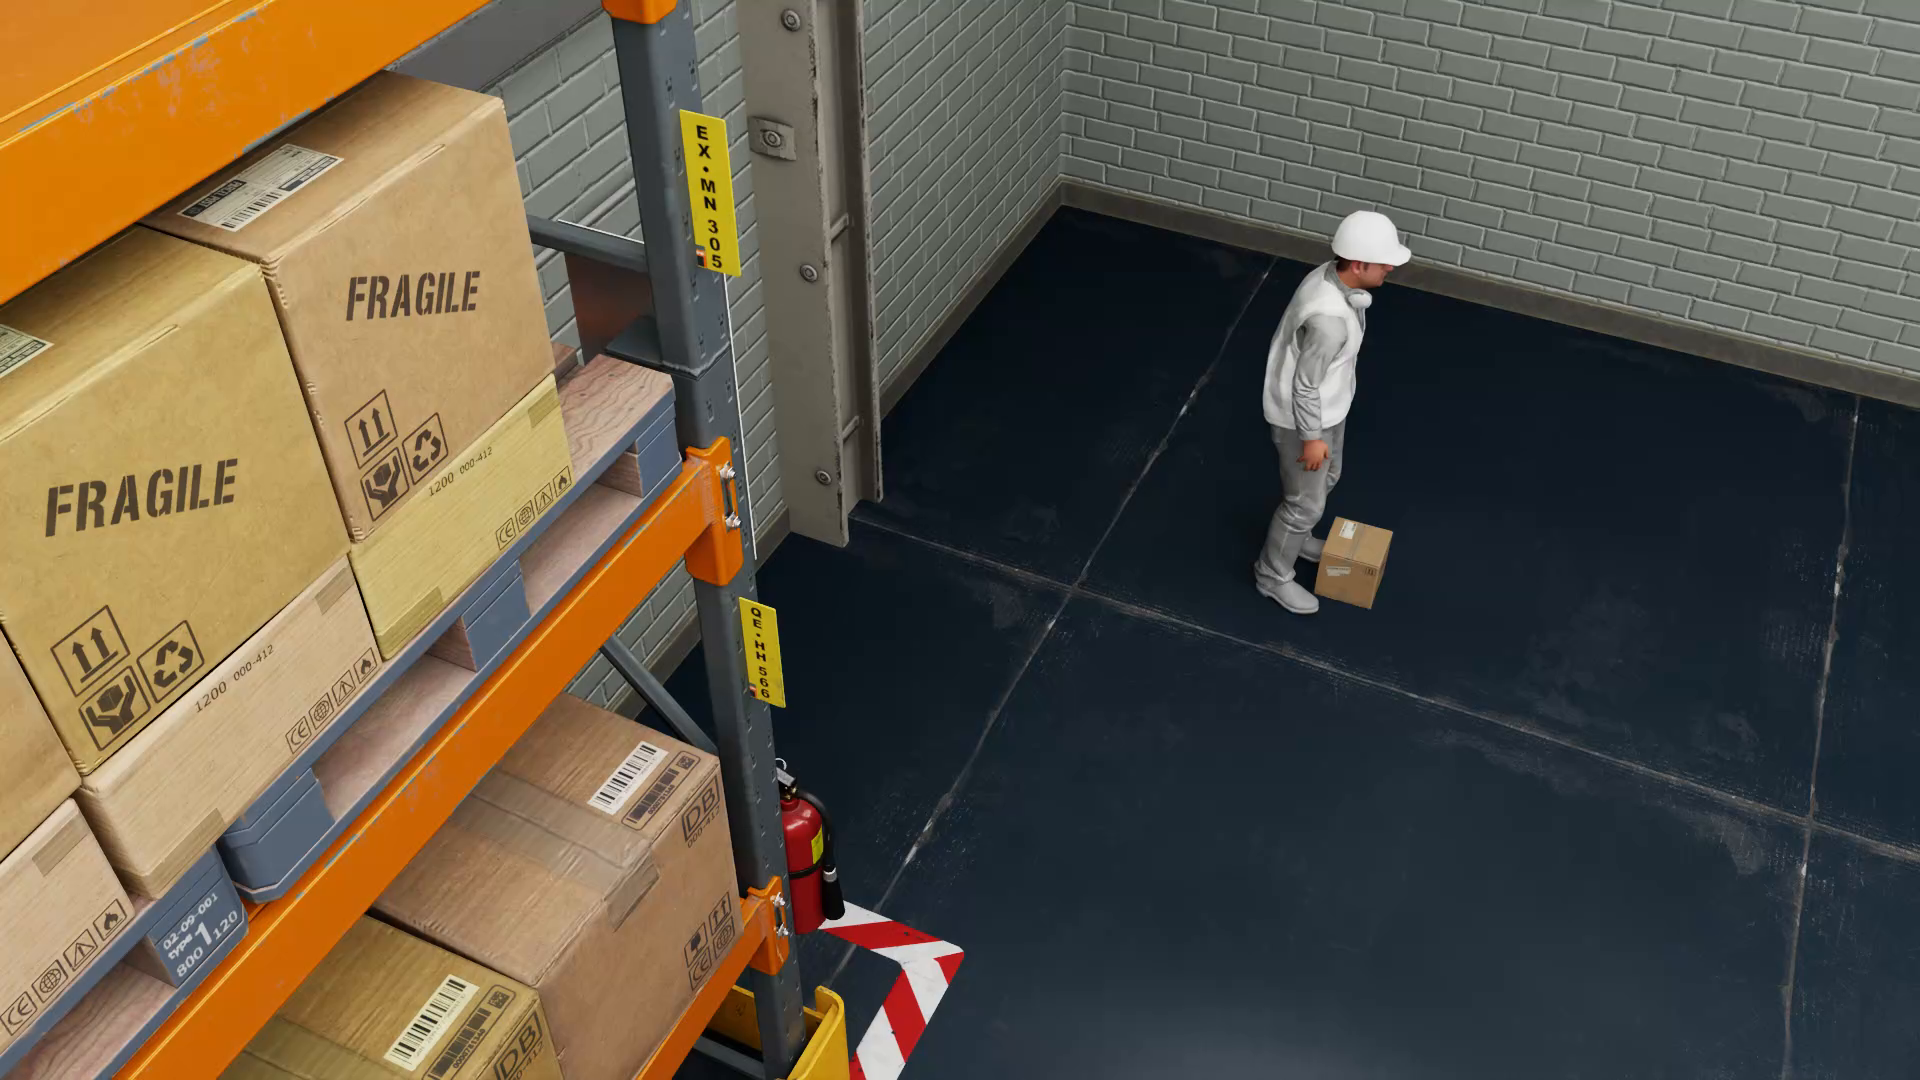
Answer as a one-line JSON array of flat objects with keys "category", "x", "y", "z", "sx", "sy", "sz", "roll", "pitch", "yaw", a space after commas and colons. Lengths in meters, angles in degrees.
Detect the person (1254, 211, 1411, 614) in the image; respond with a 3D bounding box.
[{"category": "person", "x": 1.459, "y": -0.544, "z": 6.750, "sx": 0.463, "sy": 1.771, "sz": 0.593, "roll": 15, "pitch": 44, "yaw": 16}]
